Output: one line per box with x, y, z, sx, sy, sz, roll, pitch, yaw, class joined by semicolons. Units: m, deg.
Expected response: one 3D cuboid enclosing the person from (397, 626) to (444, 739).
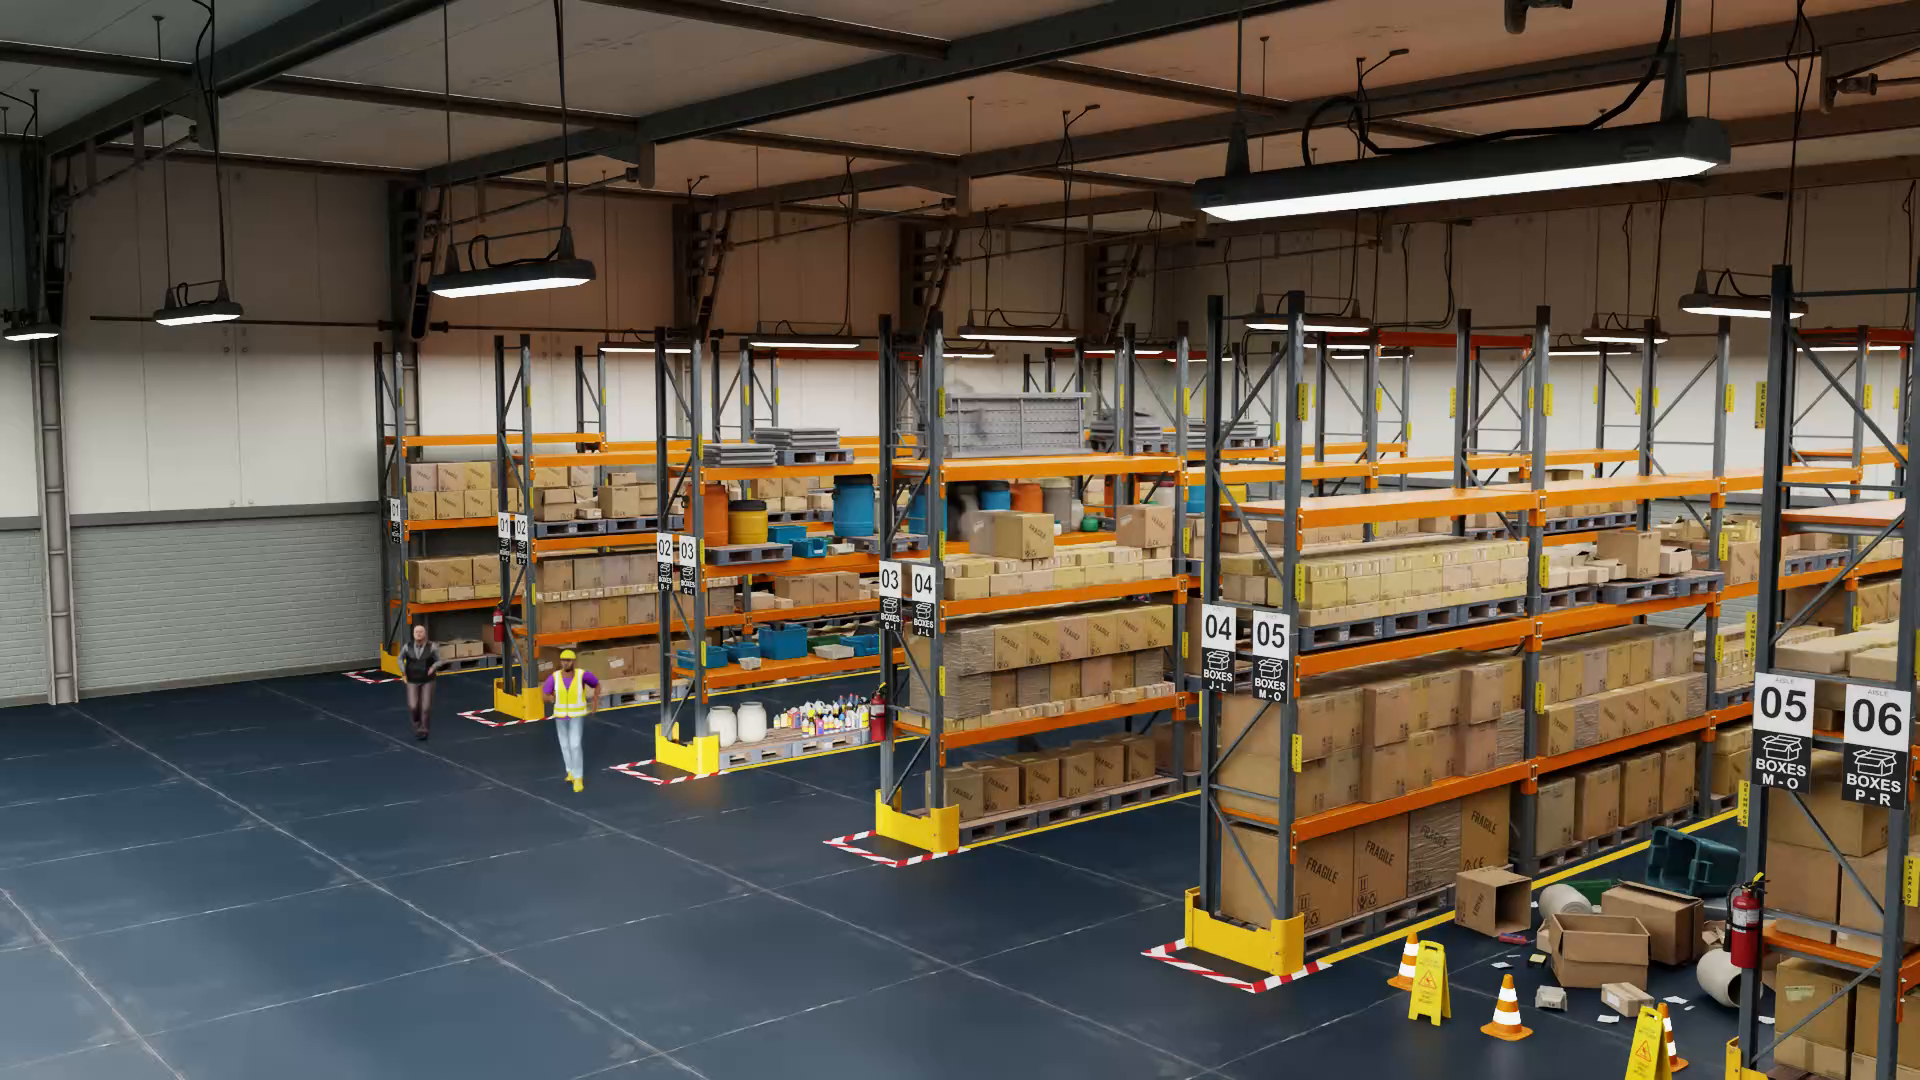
-7.931;2.105;24.413;0.669;1.684;0.570;-1;5;-13;person

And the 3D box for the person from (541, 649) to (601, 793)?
-5.061;2.323;21.541;0.716;1.821;0.720;0;5;1;person

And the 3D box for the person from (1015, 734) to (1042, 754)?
0.870;2.319;22.330;0.564;1.703;0.794;5;7;45;person
